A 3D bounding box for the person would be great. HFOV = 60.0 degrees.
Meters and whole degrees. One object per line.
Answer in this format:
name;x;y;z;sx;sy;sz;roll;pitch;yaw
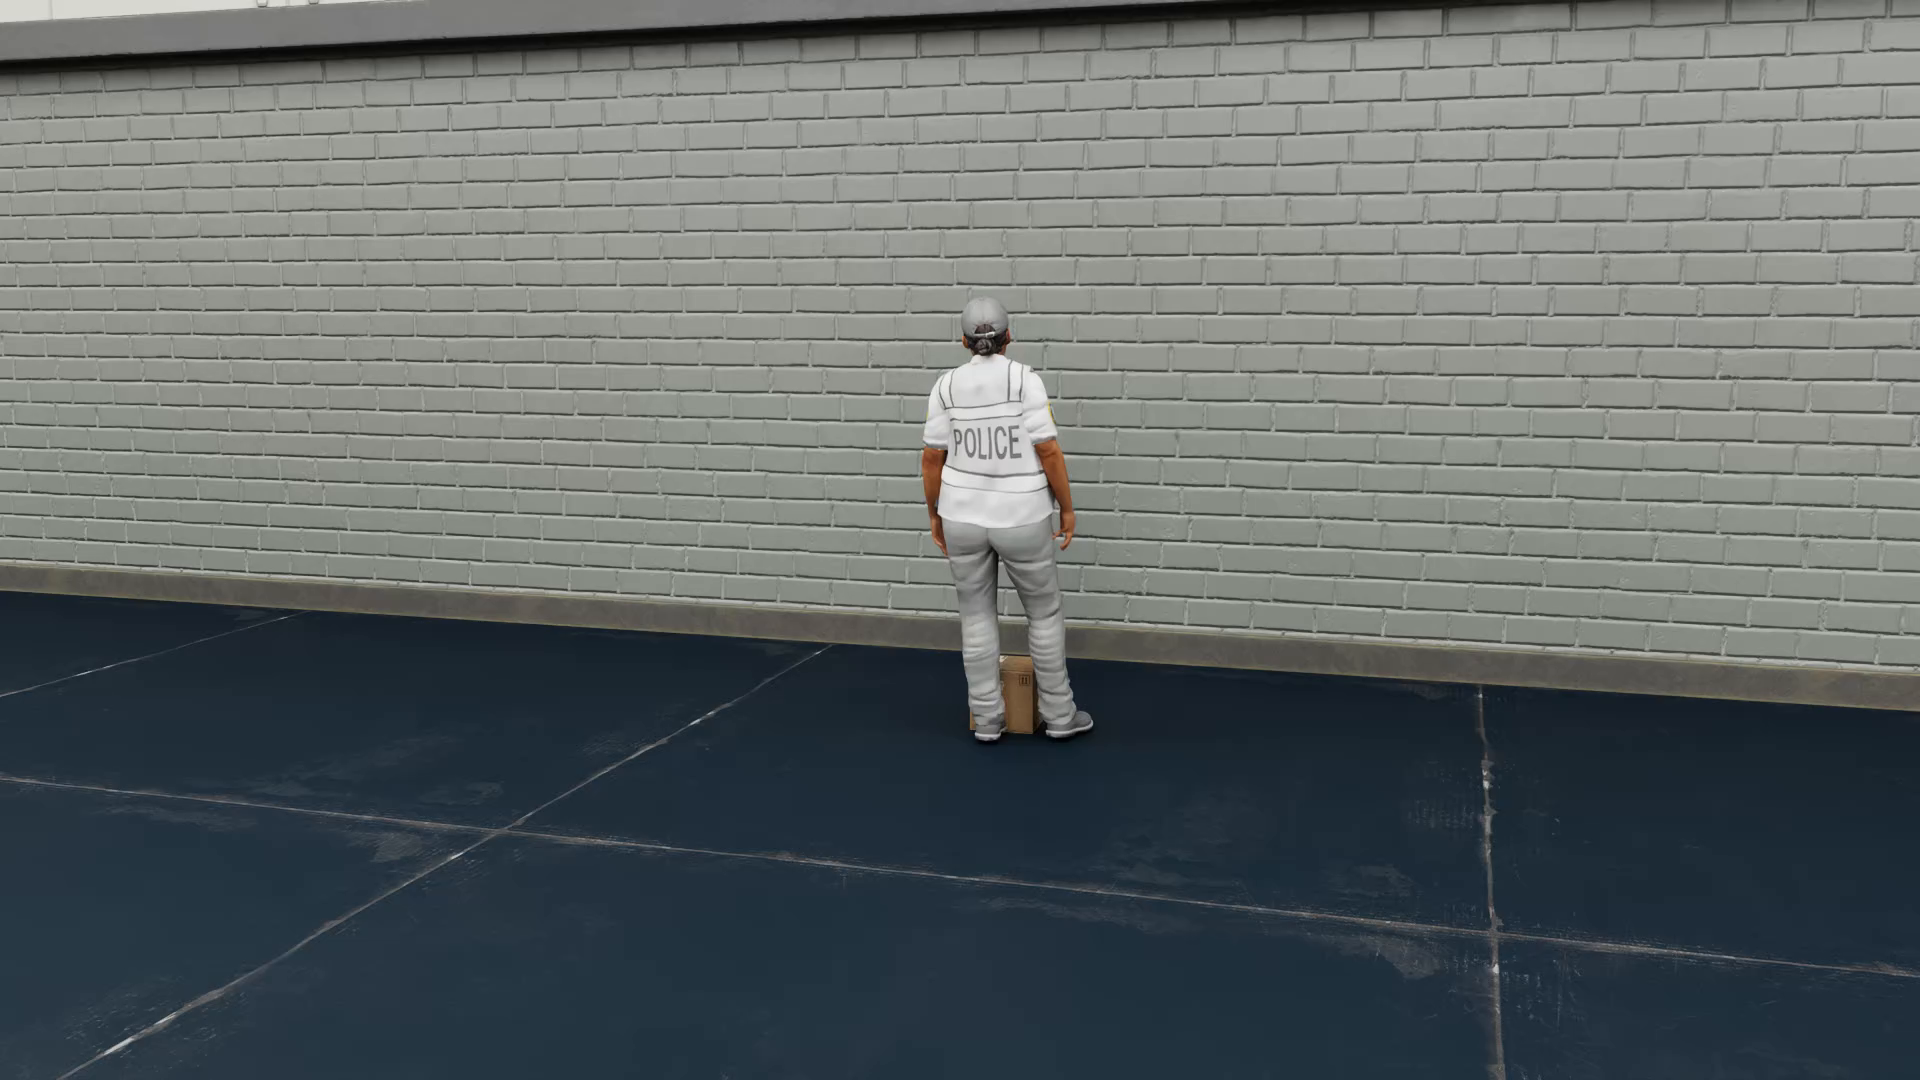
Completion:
person;0.178;-0.076;6.259;0.598;1.670;0.529;2;9;16
